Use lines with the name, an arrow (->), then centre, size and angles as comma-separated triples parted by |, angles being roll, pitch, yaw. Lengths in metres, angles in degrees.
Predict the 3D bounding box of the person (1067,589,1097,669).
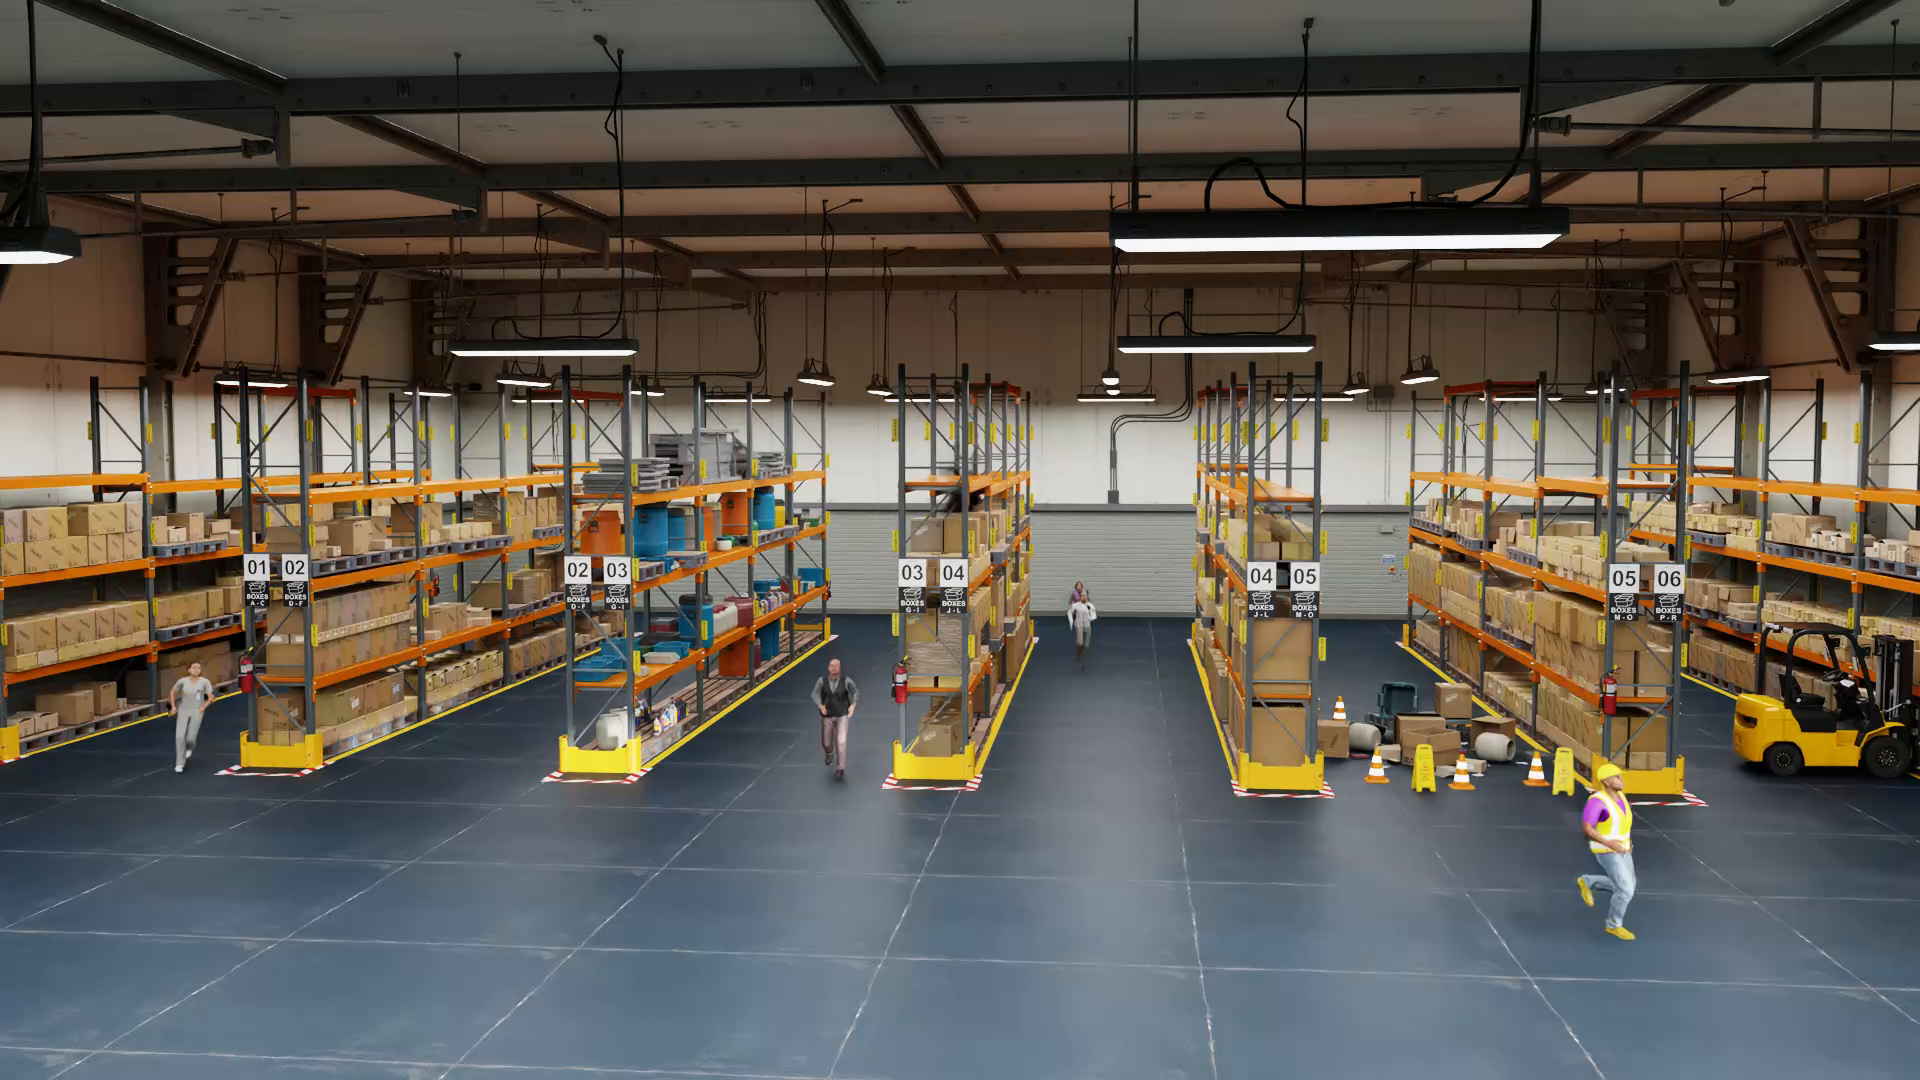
person -> 2.610, 1.891, 35.340 | 0.580, 1.703, 0.682 | 0, 4, -6

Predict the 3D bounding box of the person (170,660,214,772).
person -> -11.505, 2.614, 24.916 | 0.596, 1.619, 0.706 | -1, 4, -19

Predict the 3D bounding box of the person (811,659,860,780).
person -> -1.826, 2.603, 24.388 | 0.716, 1.728, 0.784 | 0, 4, -2

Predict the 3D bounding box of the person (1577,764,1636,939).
person -> 6.475, 3.086, 16.671 | 0.720, 1.706, 0.661 | -4, 5, -44

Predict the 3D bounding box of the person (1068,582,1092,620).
person -> 2.806, 1.746, 38.857 | 0.569, 1.543, 0.493 | 0, 4, -3
